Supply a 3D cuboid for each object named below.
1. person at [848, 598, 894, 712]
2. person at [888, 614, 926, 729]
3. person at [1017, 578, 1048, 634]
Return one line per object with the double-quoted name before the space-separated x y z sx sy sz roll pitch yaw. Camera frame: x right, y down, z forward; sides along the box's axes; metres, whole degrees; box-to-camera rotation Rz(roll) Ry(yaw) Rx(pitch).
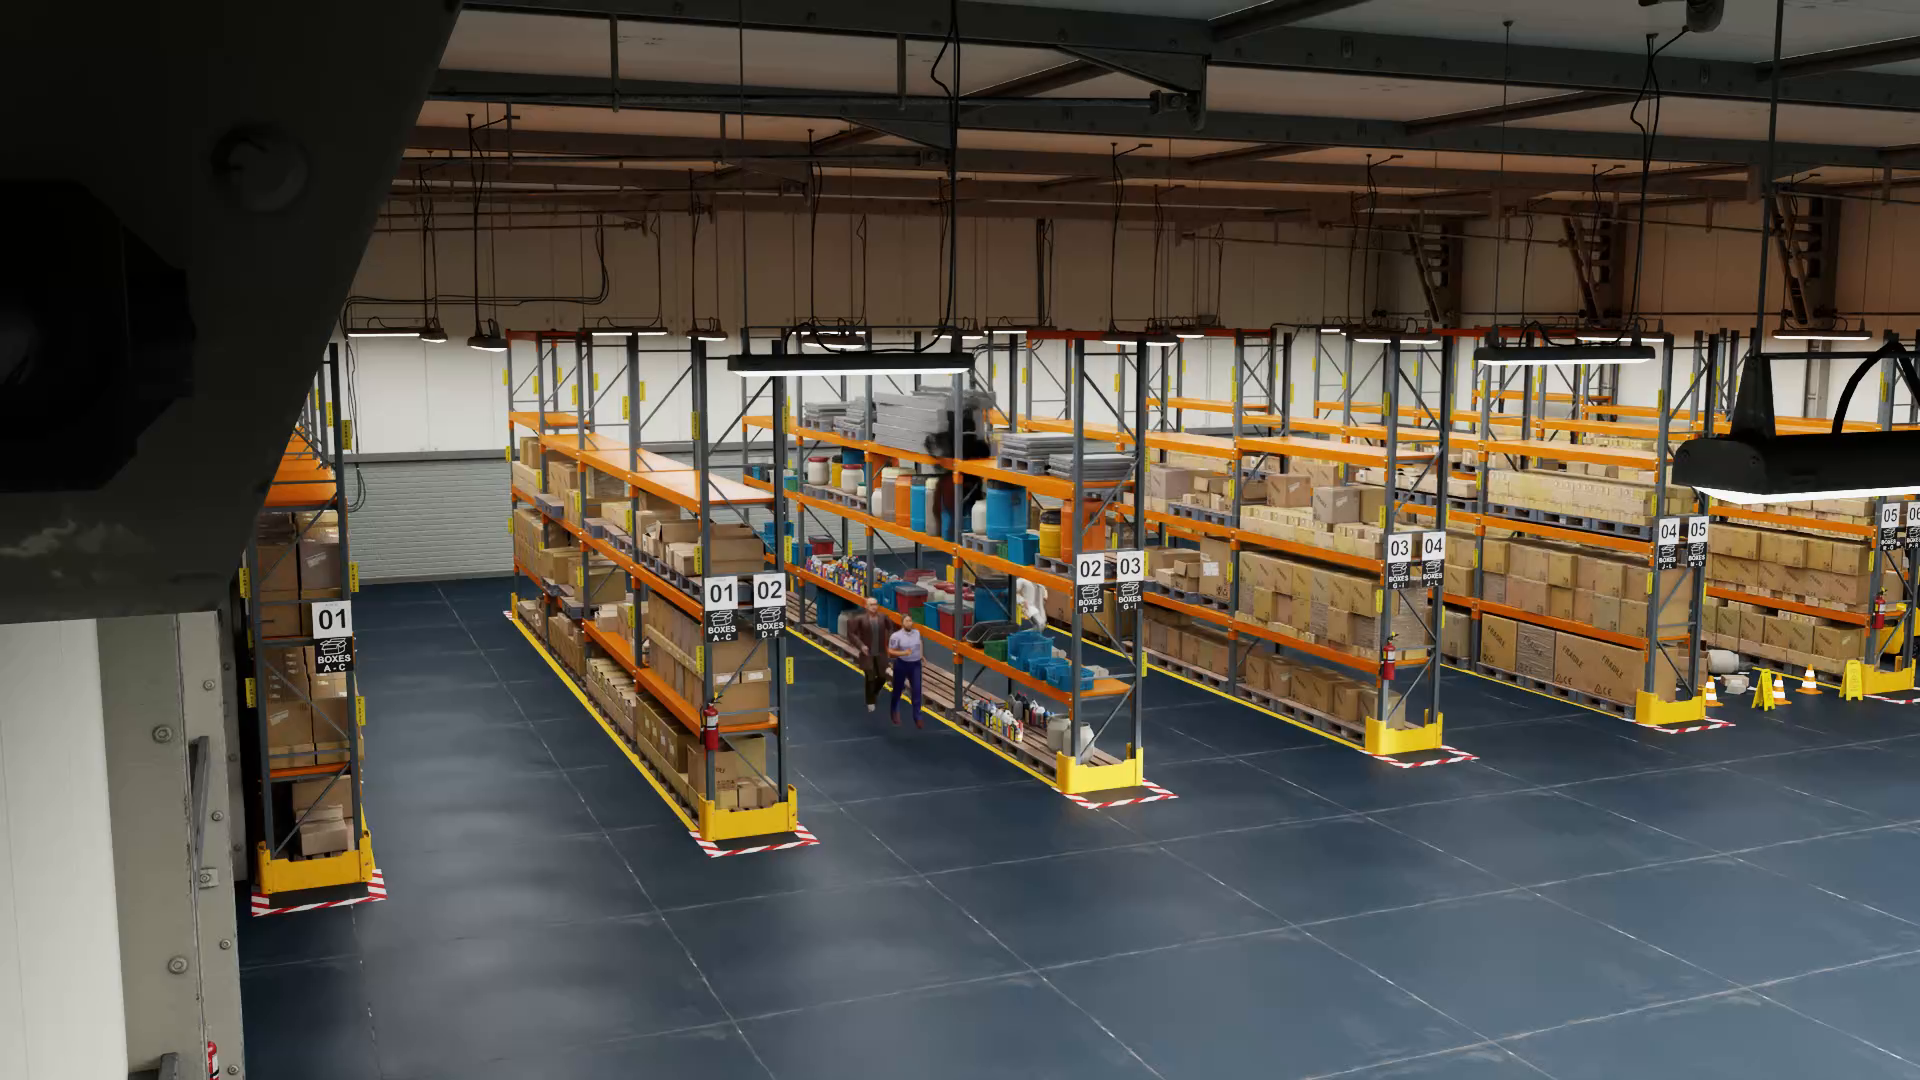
"person" -1.327 1.740 25.371 0.746 1.750 0.600 -3 8 -20
"person" -0.765 1.921 24.413 0.609 1.692 0.879 -3 8 -22
"person" 1.313 1.243 30.445 0.715 1.703 0.858 -5 9 -32
